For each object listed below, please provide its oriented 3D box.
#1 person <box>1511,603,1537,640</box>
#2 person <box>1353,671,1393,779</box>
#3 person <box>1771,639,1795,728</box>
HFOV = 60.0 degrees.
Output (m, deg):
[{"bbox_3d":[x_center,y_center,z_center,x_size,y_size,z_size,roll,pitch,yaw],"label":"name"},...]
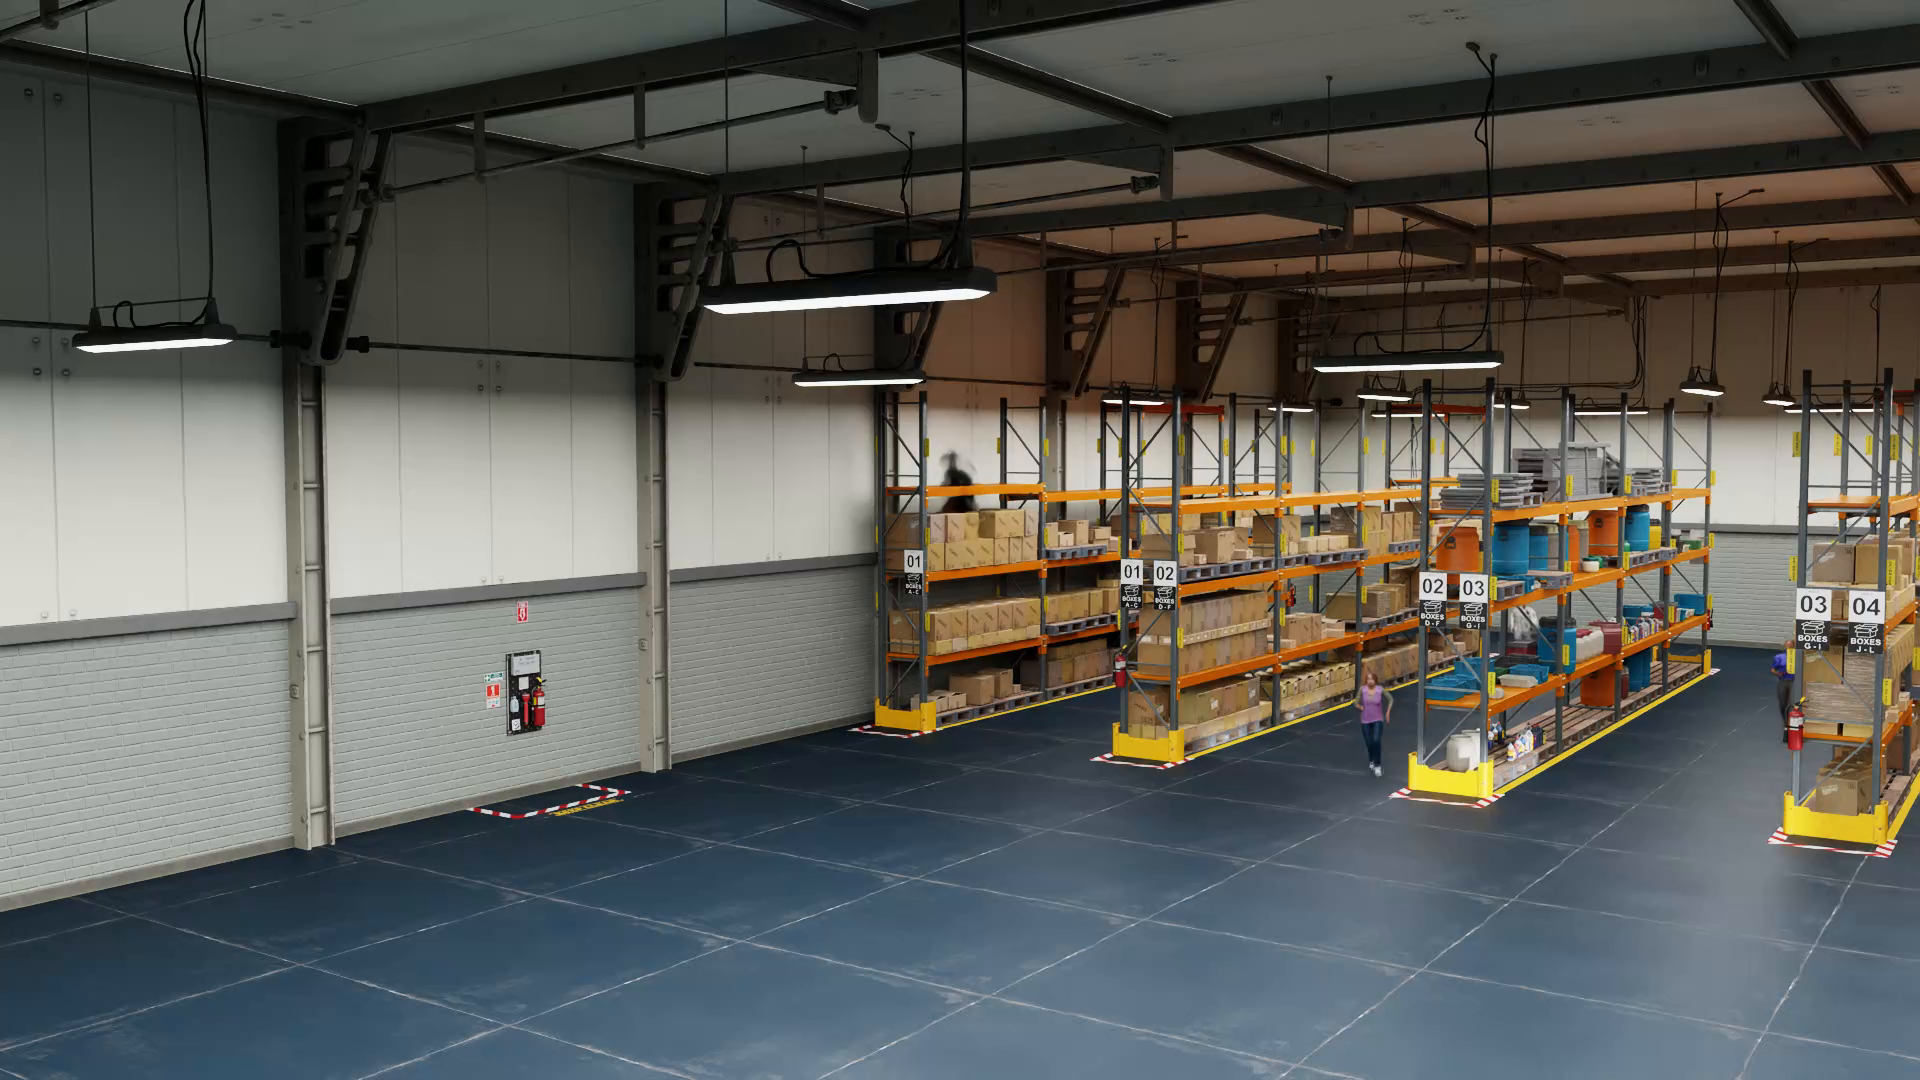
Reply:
[{"bbox_3d":[12.605,2.084,37.204,0.581,1.738,0.849,1,3,23],"label":"person"},{"bbox_3d":[6.306,2.803,25.424,0.565,1.611,0.744,1,3,25],"label":"person"},{"bbox_3d":[14.425,2.551,28.933,0.577,1.654,0.941,2,4,30],"label":"person"}]
